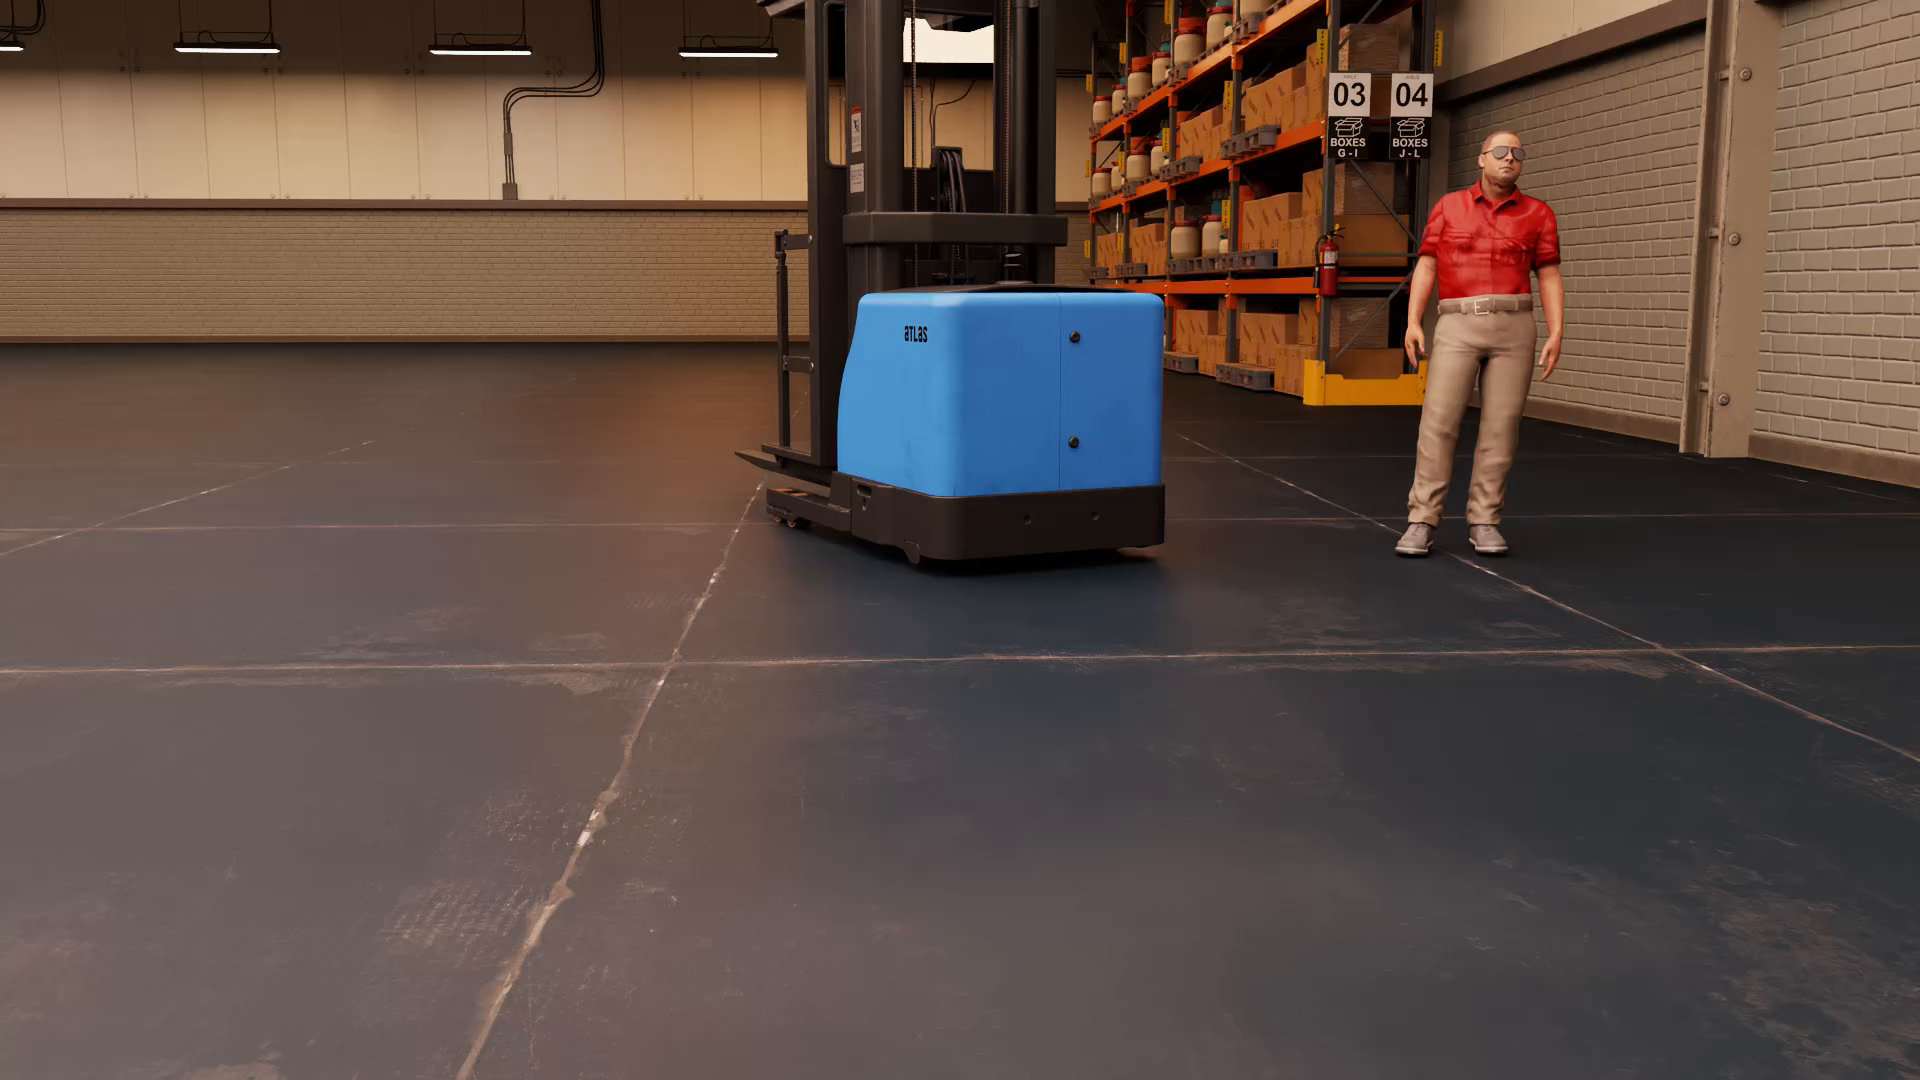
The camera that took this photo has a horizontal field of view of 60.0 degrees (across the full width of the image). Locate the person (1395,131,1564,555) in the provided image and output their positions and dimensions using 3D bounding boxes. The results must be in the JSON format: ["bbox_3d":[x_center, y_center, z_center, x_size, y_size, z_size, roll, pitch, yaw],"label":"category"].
[{"bbox_3d":[2.157,-0.814,6.856,0.640,1.727,0.550,2,9,14],"label":"person"}]

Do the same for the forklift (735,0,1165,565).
[{"bbox_3d":[-0.264,-1.530,7.637,1.130,2.935,3.031,-4,9,-25],"label":"forklift"}]
